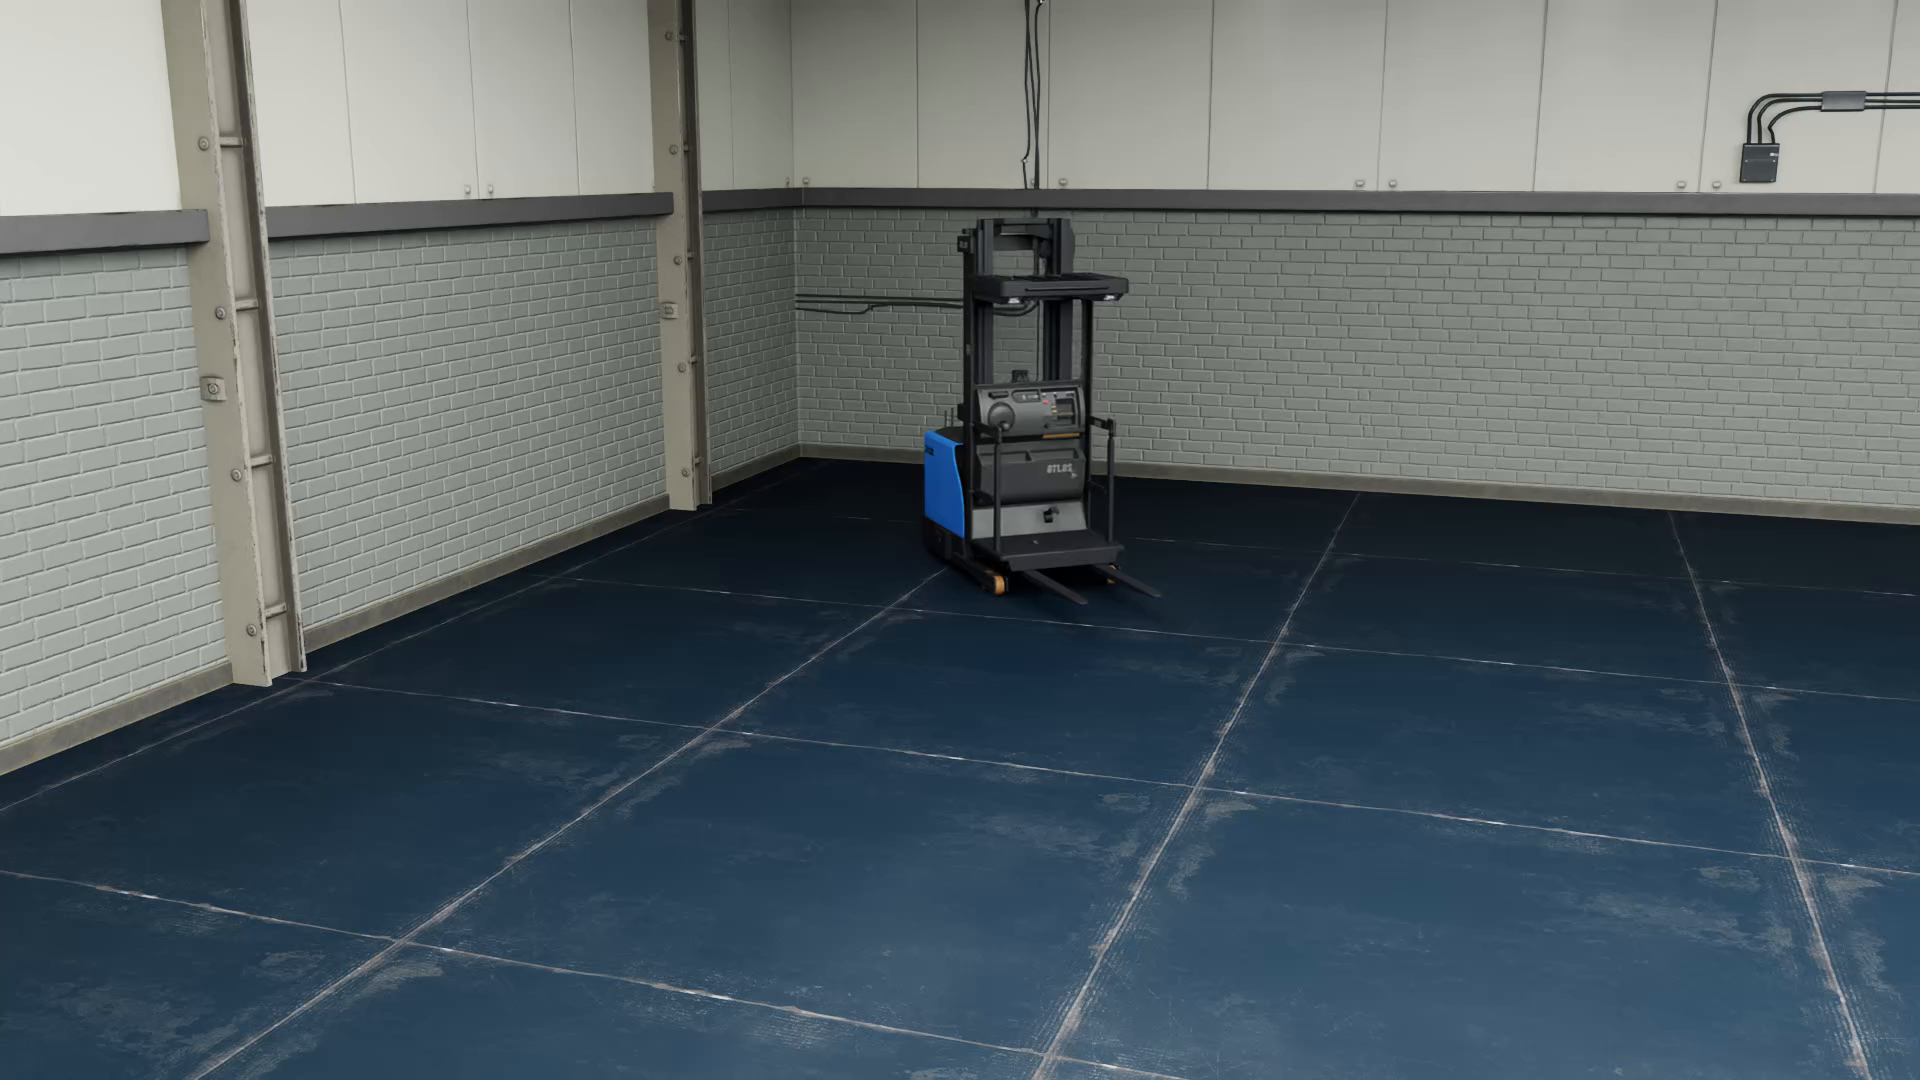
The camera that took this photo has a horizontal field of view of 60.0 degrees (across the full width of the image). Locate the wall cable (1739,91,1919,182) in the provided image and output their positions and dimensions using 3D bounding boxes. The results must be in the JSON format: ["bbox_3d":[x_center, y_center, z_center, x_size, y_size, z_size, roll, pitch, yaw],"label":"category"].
[{"bbox_3d":[8.458,-6.229,14.674,2.305,6.003,0.169,4,14,18],"label":"wall cable"}]

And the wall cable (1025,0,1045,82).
[{"bbox_3d":[2.040,-6.011,16.991,3.097,2.526,0.112,4,14,18],"label":"wall cable"}]

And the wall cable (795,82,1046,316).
[{"bbox_3d":[-0.520,-3.744,18.407,3.097,2.526,0.112,4,14,18],"label":"wall cable"}]

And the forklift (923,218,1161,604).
[{"bbox_3d":[0.663,-1.087,13.426,1.130,2.935,3.031,-5,14,-20],"label":"forklift"}]

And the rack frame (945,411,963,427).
[{"bbox_3d":[-0.025,-0.569,15.045,0.240,1.200,0.006,4,14,18],"label":"rack frame"}]

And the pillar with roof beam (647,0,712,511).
[{"bbox_3d":[1.349,-4.422,14.403,9.100,9.000,0.400,4,14,18],"label":"pillar with roof beam"}]

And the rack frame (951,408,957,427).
[{"bbox_3d":[0.034,-0.607,15.214,0.240,1.200,0.006,4,14,18],"label":"rack frame"}]

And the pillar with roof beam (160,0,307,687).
[{"bbox_3d":[-0.592,-3.159,8.868,9.100,9.000,0.400,4,14,18],"label":"pillar with roof beam"}]

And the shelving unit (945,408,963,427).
[{"bbox_3d":[0.005,-0.588,15.130,0.258,1.200,0.189,4,14,18],"label":"shelving unit"}]
